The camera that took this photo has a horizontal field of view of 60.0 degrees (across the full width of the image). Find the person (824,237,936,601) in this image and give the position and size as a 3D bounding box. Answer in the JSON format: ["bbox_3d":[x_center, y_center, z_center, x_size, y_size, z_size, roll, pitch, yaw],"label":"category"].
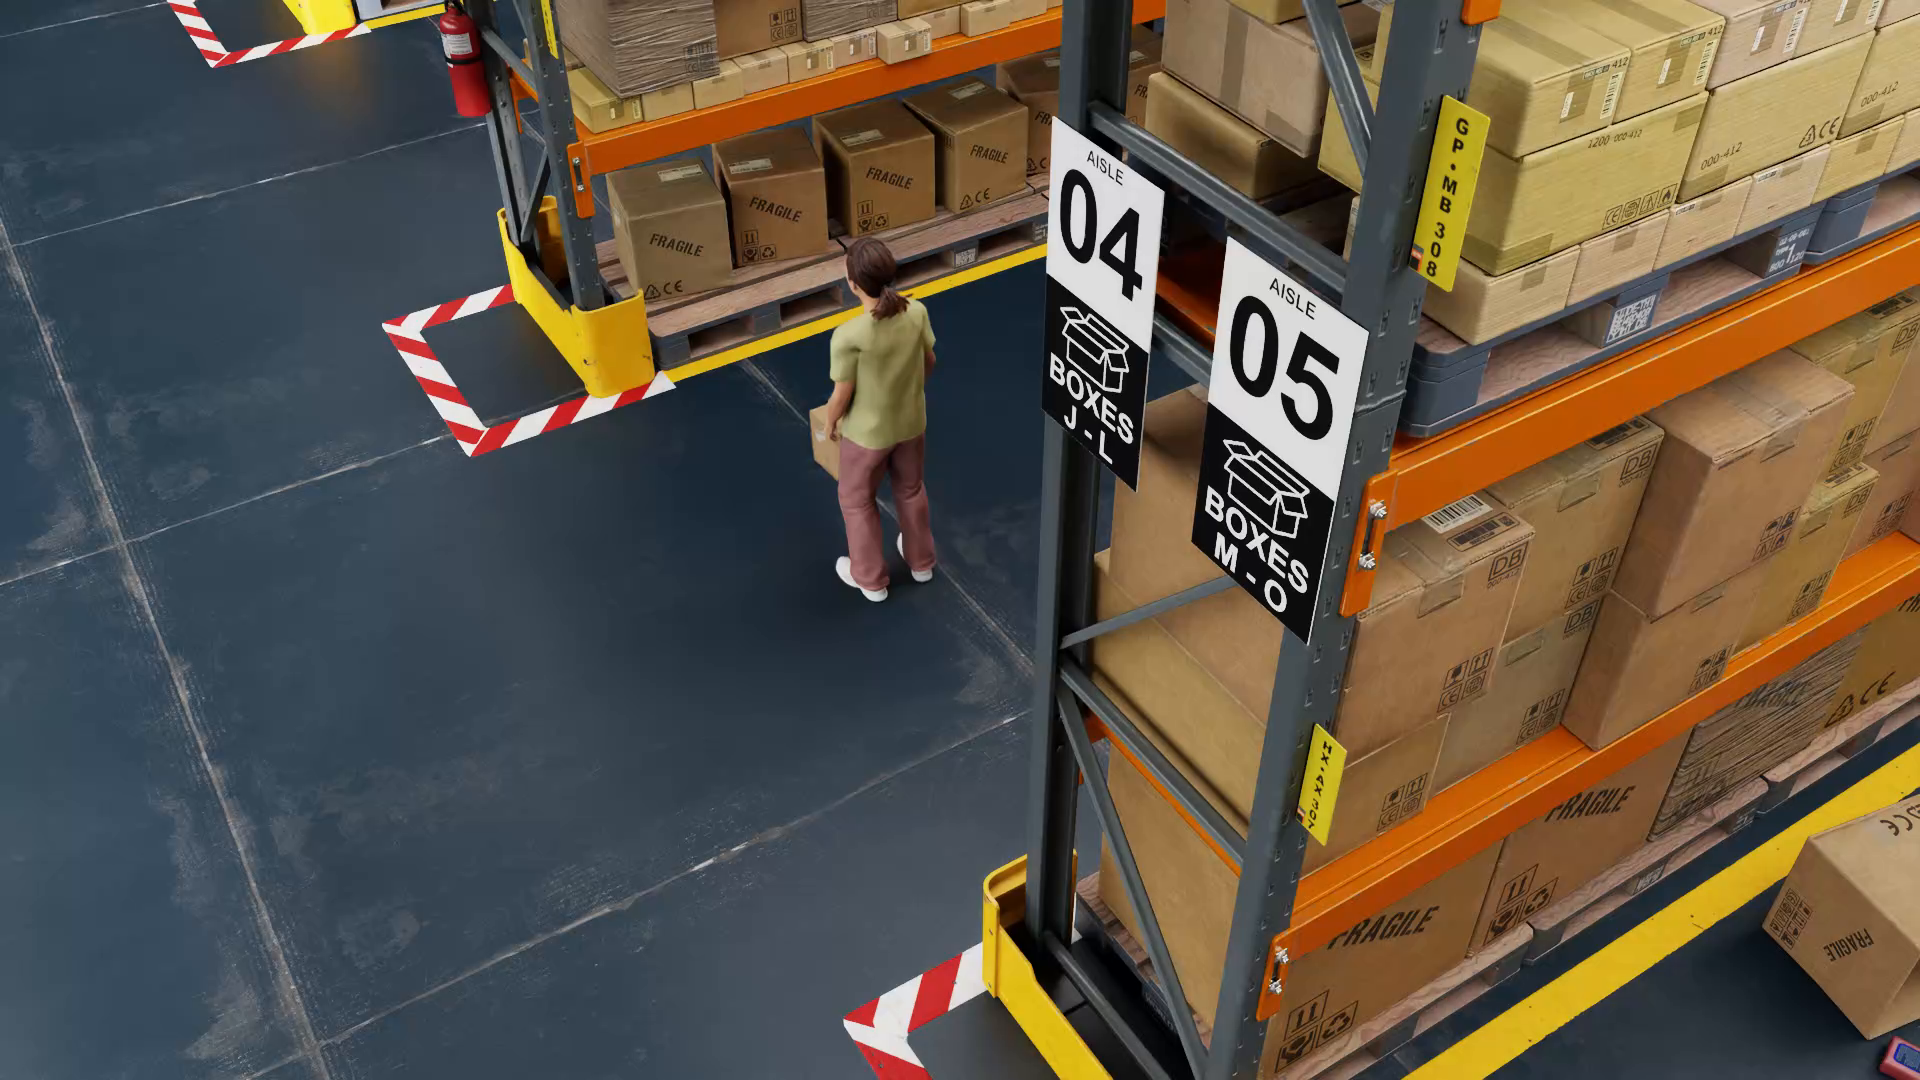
[{"bbox_3d":[-0.324,-0.466,6.694,0.479,1.676,0.365,-24,46,-25],"label":"person"}]
